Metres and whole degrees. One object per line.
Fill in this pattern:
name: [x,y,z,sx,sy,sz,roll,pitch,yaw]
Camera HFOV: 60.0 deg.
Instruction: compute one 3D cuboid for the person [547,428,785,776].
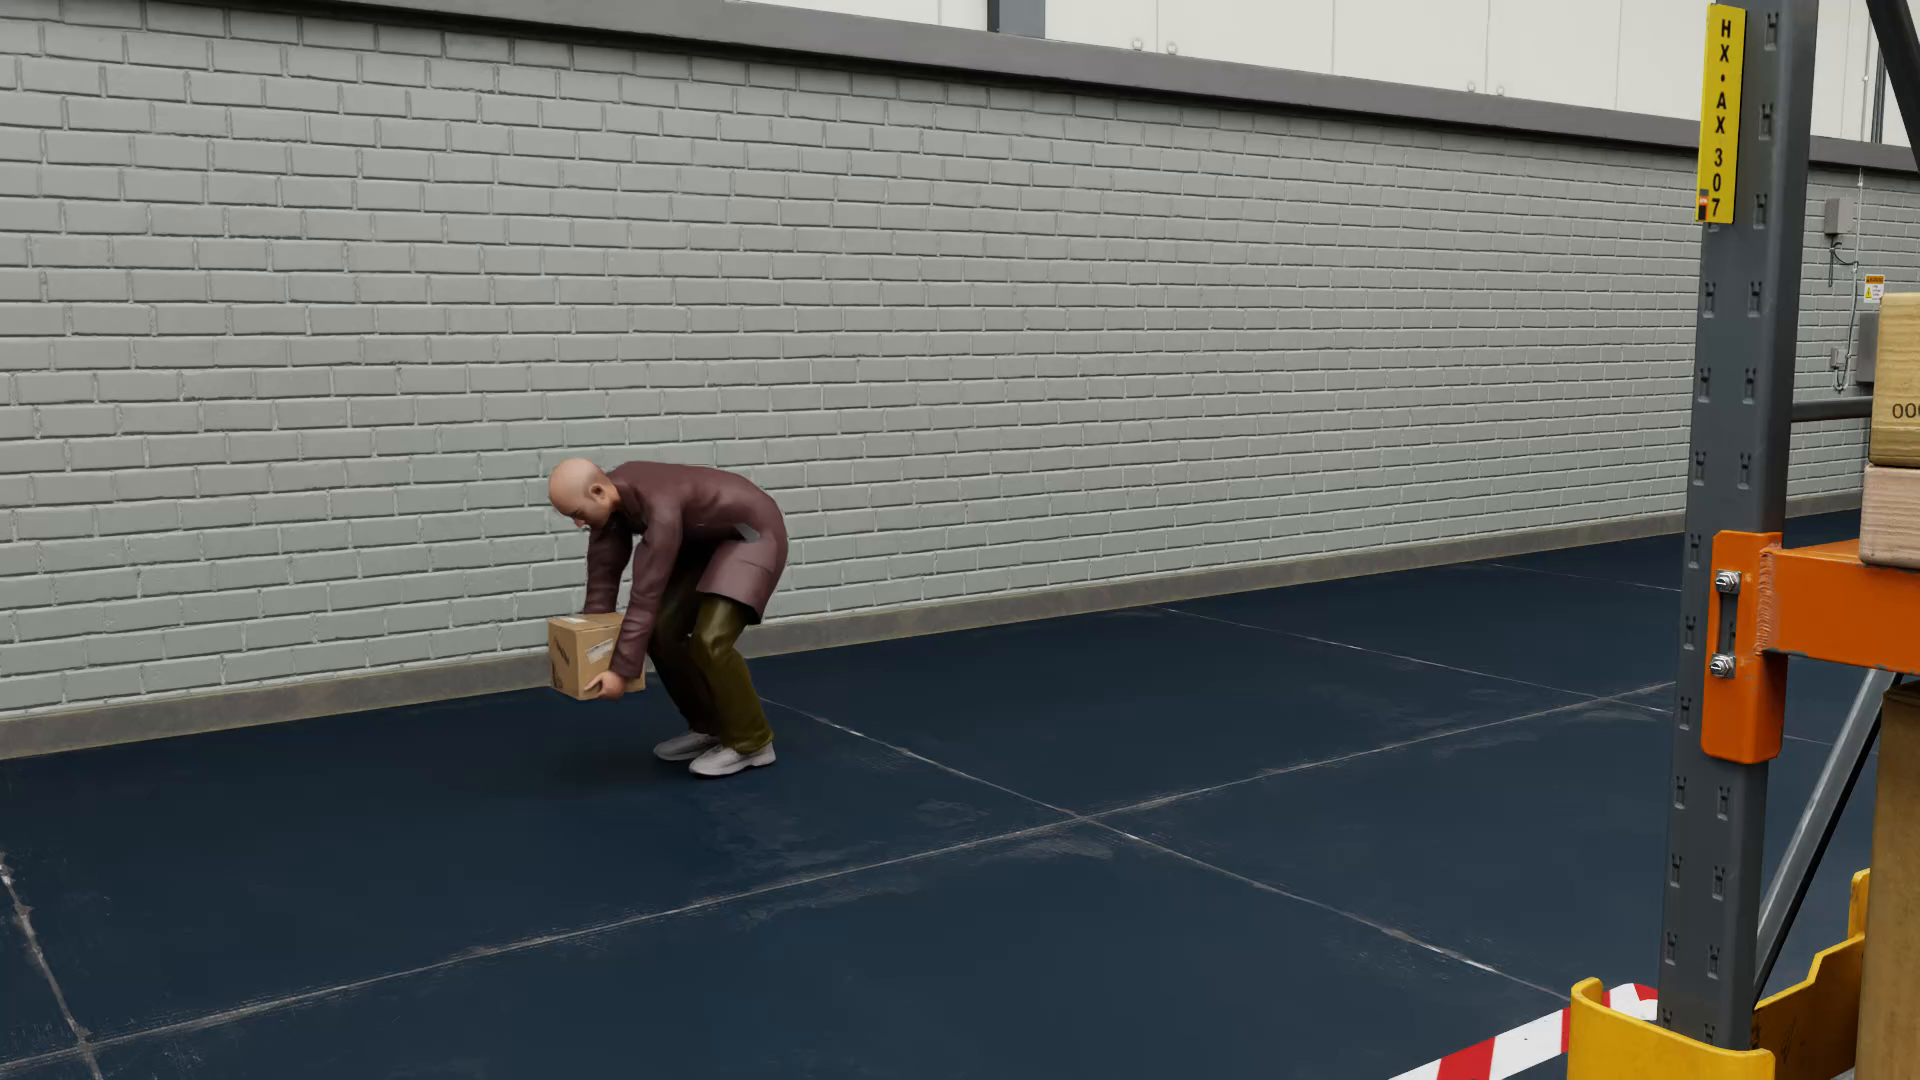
person: [-1.067,0.225,6.073,0.909,1.275,0.571,-6,10,-38]
